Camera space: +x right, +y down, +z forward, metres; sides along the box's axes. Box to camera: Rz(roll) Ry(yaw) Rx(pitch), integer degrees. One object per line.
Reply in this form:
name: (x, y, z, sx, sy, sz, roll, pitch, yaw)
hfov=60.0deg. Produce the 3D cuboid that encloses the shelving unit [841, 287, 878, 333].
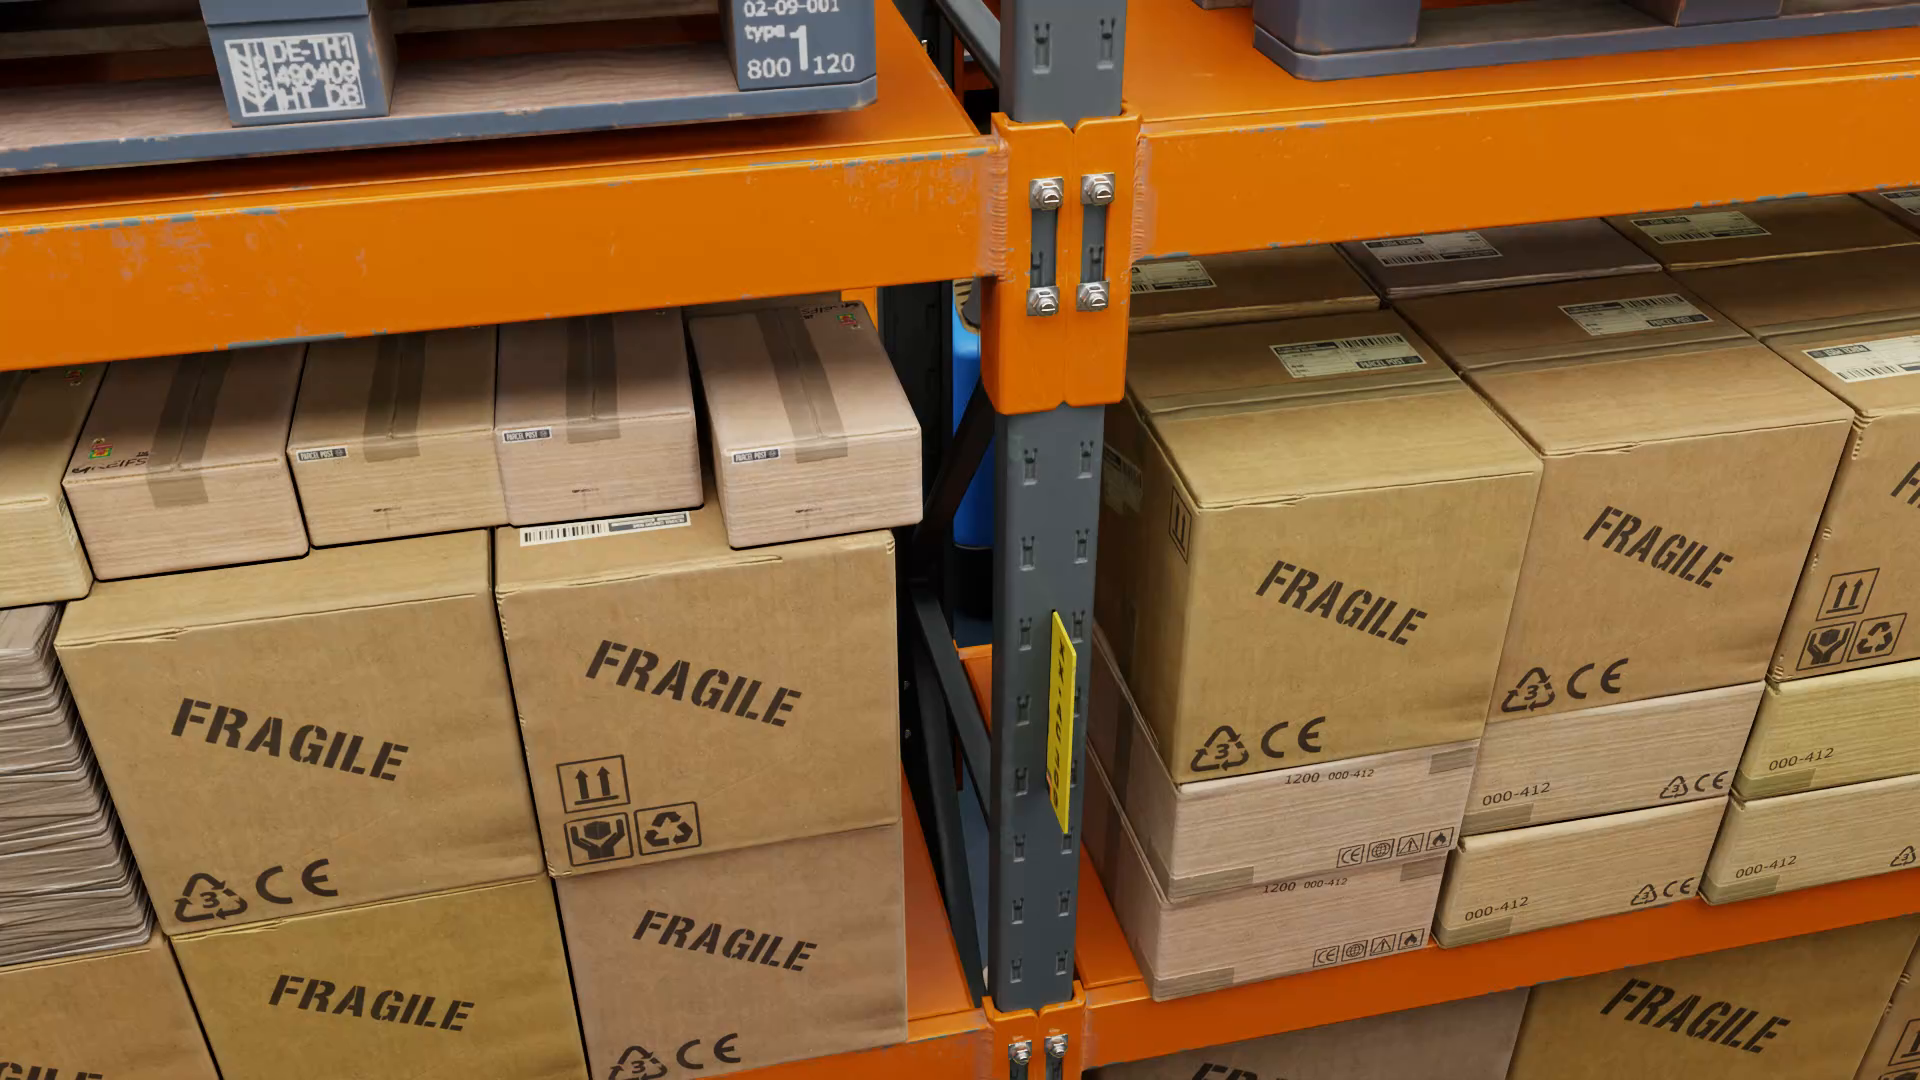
shelving unit: (-0.658, -0.417, 5.862, 1.048, 1.125, 0.538, -5, 34, -8)

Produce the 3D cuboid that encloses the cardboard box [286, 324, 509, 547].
cardboard box: (-0.740, -0.167, 2.237, 0.250, 0.149, 0.380, -7, 35, -10)

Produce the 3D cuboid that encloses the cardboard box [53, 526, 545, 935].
cardboard box: (-0.880, 0.159, 2.334, 0.500, 0.500, 0.500, -8, 35, -11)

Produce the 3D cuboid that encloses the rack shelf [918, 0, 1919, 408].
rack shelf: (1.967, -0.843, 2.768, 4.000, 0.370, 1.077, -7, 35, -11)

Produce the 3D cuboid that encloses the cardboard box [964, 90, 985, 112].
cardboard box: (-0.052, -2.071, 7.928, 0.250, 0.149, 0.380, -9, 35, -13)

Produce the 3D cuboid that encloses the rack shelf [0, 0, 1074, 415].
rack shelf: (-1.934, -0.351, 2.035, 4.000, 0.370, 1.077, -7, 35, -11)

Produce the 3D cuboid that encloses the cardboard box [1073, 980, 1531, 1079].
cardboard box: (0.603, 0.938, 3.690, 0.875, 0.875, 0.875, -6, 34, -9)

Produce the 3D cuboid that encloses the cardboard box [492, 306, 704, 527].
cardboard box: (-0.495, -0.192, 2.275, 0.250, 0.149, 0.380, -6, 34, -9)

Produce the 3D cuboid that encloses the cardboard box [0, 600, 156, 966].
cardboard box: (-1.374, 0.227, 2.233, 0.500, 0.500, 0.500, -7, 34, -10)

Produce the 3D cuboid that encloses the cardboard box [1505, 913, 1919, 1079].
cardboard box: (1.483, 0.823, 3.862, 0.875, 0.875, 0.875, -6, 34, -9)

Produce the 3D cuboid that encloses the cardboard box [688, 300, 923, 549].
cardboard box: (-0.214, -0.165, 2.235, 0.250, 0.149, 0.380, -8, 35, -12)

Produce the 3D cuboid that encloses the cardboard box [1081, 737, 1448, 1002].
cardboard box: (0.504, 0.501, 2.945, 0.500, 0.250, 0.500, -8, 35, -12)

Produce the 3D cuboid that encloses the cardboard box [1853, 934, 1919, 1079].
cardboard box: (2.355, 0.713, 4.025, 0.875, 0.875, 0.875, -7, 34, -10)

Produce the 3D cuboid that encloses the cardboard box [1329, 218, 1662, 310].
cardboard box: (0.900, -0.366, 3.116, 0.500, 0.500, 0.500, -7, 34, -10)

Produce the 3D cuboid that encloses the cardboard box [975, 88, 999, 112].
cardboard box: (0.228, -2.075, 7.935, 0.250, 0.149, 0.380, -6, 34, -9)

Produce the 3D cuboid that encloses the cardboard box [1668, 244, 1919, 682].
cardboard box: (1.489, -0.143, 2.784, 0.500, 0.500, 0.500, -8, 35, -12)

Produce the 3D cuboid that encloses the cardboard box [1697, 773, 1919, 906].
cardboard box: (1.511, 0.383, 3.122, 0.500, 0.250, 0.500, -7, 35, -11)

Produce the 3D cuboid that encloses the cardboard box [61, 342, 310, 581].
cardboard box: (-0.983, -0.126, 2.176, 0.250, 0.149, 0.380, -7, 35, -11)

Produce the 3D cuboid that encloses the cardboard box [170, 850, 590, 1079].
cardboard box: (-0.880, 0.570, 2.618, 0.500, 0.500, 0.500, -8, 35, -12)

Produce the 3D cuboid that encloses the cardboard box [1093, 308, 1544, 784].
cardboard box: (0.509, -0.005, 2.578, 0.500, 0.500, 0.500, -7, 34, -10)

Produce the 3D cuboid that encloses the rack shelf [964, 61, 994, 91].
rack shelf: (0.868, -2.295, 7.623, 4.000, 0.370, 1.077, -7, 35, -11)

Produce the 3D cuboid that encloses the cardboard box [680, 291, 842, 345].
cardboard box: (-0.349, -0.479, 2.702, 0.250, 0.149, 0.380, -8, 35, -11)

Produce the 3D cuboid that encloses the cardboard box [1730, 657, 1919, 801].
cardboard box: (1.508, 0.177, 2.981, 0.500, 0.250, 0.500, -7, 34, -10)

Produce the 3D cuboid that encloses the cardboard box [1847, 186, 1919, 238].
cardboard box: (1.900, -0.489, 3.300, 0.500, 0.500, 0.500, -7, 34, -10)

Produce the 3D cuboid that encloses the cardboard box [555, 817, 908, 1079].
cardboard box: (-0.380, 0.504, 2.717, 0.500, 0.500, 0.500, -7, 34, -10)

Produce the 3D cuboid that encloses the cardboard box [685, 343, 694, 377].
cardboard box: (-0.502, -0.180, 2.839, 0.500, 0.500, 0.500, -7, 34, -10)

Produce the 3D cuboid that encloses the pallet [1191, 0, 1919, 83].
pallet: (0.900, -0.956, 2.462, 1.217, 0.209, 0.805, -9, 35, -12)

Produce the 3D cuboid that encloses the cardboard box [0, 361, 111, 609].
cardboard box: (-1.219, -0.075, 2.101, 0.250, 0.149, 0.380, -7, 35, -11)

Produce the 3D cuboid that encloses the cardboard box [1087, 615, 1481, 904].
cardboard box: (0.508, 0.304, 2.792, 0.500, 0.250, 0.500, -8, 35, -12)

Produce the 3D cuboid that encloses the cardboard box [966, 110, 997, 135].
cardboard box: (0.091, -1.808, 7.536, 0.250, 0.149, 0.380, -8, 35, -11)

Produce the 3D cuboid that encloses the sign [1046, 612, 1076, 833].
sign: (0.140, 0.259, 2.324, 0.005, 0.325, 0.100, -7, 35, -11)

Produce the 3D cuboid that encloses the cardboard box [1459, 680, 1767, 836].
cardboard box: (1.010, 0.224, 2.910, 0.500, 0.250, 0.500, -7, 34, -10)

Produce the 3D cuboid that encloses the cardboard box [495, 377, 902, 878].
cardboard box: (-0.383, 0.101, 2.420, 0.500, 0.500, 0.500, -7, 35, -11)

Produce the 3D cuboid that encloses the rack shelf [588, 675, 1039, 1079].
rack shelf: (-1.934, 0.894, 2.871, 4.000, 0.370, 1.077, -7, 35, -11)

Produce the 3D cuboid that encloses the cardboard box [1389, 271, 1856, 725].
cardboard box: (0.999, -0.082, 2.694, 0.500, 0.500, 0.500, -7, 35, -11)

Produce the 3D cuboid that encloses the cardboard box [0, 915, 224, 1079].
cardboard box: (-1.367, 0.640, 2.514, 0.500, 0.500, 0.500, -8, 35, -11)

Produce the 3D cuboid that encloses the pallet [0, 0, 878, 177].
pallet: (-0.784, -0.764, 2.084, 1.213, 0.211, 1.003, -7, 35, -11)

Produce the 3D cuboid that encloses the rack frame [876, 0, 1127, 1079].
rack frame: (0.016, 0.350, 3.037, 0.127, 3.000, 1.000, -7, 35, -11)

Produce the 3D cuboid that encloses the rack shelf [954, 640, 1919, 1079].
rack shelf: (1.967, 0.403, 3.604, 4.000, 0.370, 1.077, -7, 35, -11)

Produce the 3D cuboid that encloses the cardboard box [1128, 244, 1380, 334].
cardboard box: (0.397, -0.298, 3.016, 0.500, 0.500, 0.500, -6, 34, -9)

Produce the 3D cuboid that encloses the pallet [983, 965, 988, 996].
pallet: (0.752, 1.372, 4.016, 1.213, 0.211, 1.003, -7, 35, -11)

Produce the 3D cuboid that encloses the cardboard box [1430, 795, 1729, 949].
cardboard box: (1.008, 0.437, 3.041, 0.500, 0.250, 0.500, -8, 35, -12)

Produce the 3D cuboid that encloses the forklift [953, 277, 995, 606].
forklift: (1.370, -1.346, 5.626, 3.031, 2.935, 1.130, -5, 34, -8)

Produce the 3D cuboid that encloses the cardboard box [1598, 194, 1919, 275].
cardboard box: (1.399, -0.418, 3.193, 0.500, 0.500, 0.500, -6, 34, -9)

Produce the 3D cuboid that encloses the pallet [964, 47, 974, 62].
pallet: (-0.279, -2.307, 7.168, 1.213, 0.211, 1.003, -7, 35, -11)

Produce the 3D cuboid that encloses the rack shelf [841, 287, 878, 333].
rack shelf: (-0.658, -0.660, 5.699, 1.000, 0.278, 0.538, -5, 34, -8)
